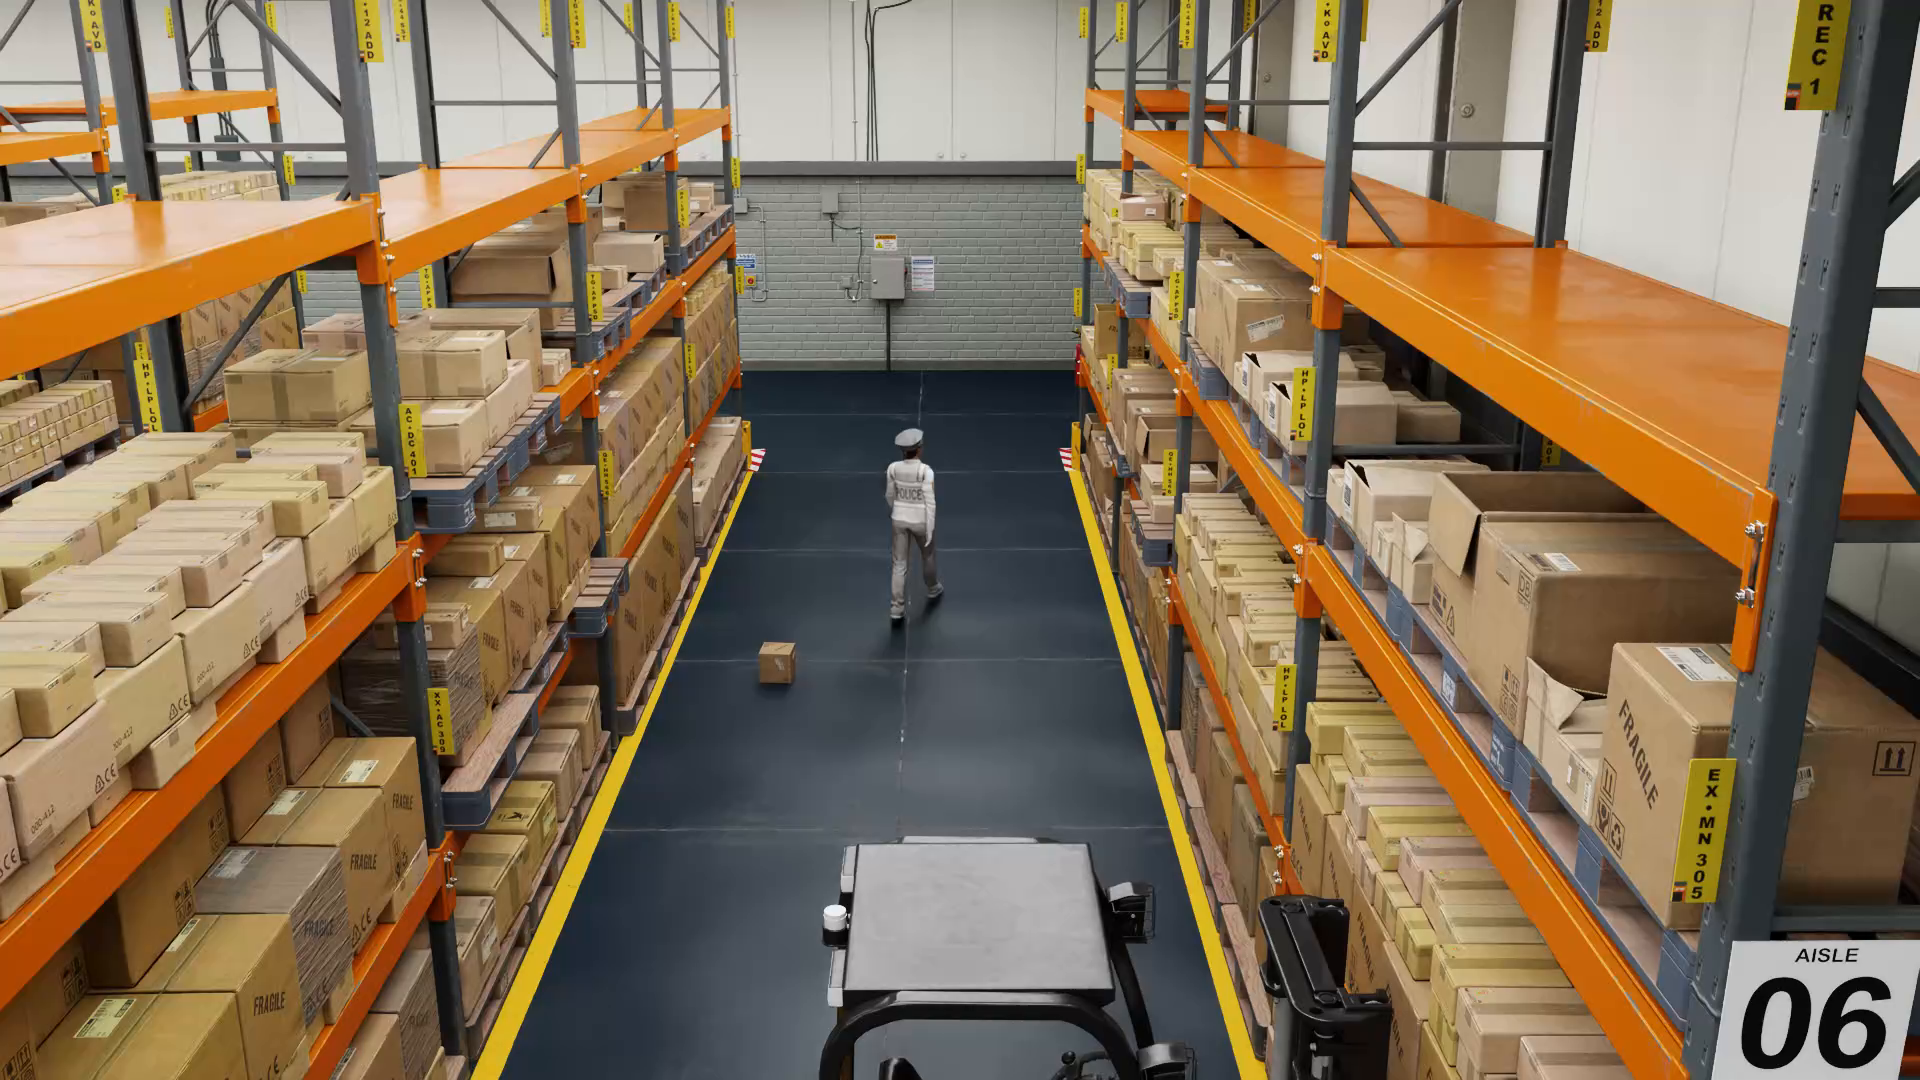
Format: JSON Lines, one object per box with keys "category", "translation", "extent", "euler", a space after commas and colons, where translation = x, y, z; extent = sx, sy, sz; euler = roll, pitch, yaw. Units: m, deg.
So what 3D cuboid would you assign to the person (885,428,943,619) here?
{"category": "person", "translation": [-0.411, -0.193, 14.572], "extent": [0.496, 1.621, 1.020], "euler": [4, 18, 13]}
